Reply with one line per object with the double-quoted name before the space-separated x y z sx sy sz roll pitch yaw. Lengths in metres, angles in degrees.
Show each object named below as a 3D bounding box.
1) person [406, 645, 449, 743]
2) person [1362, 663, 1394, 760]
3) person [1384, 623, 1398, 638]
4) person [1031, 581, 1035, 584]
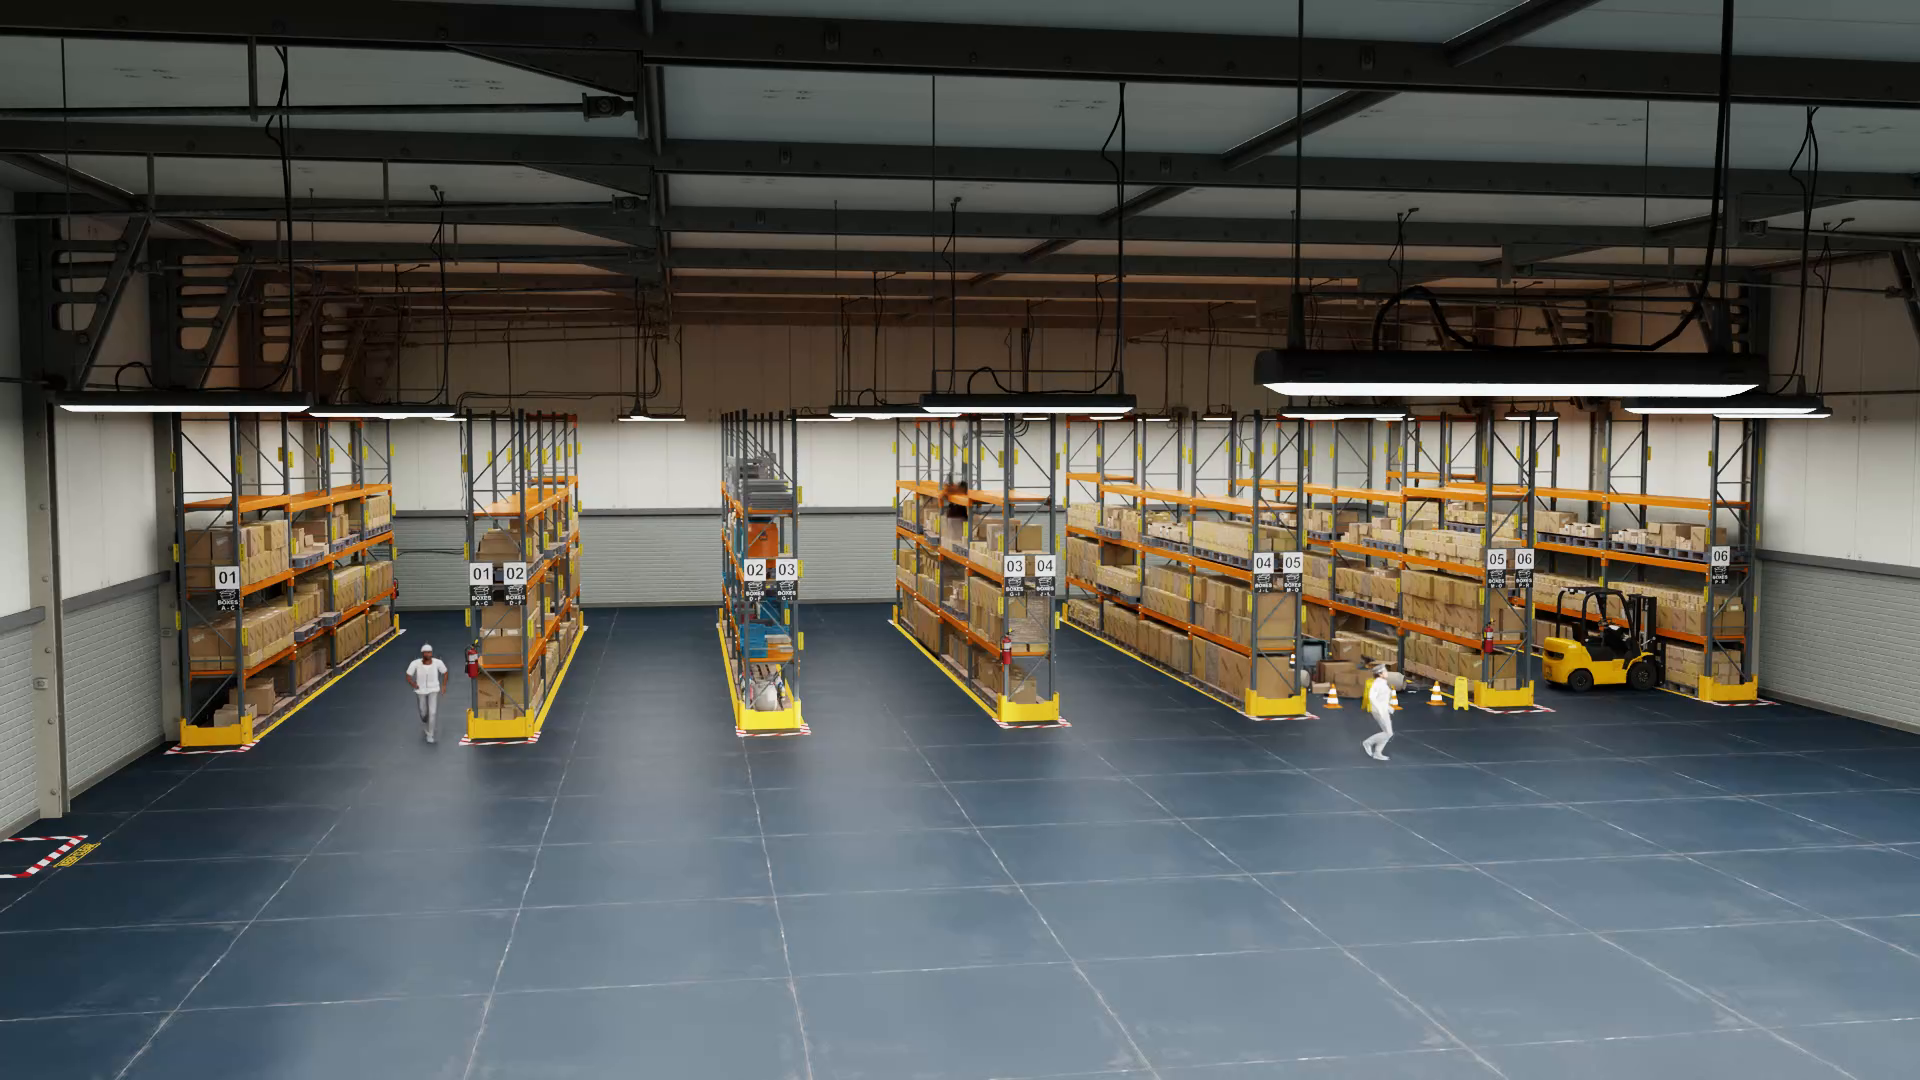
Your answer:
"person" -9.659 2.762 30.157 0.741 1.754 0.766 -1 4 -16
"person" 7.136 2.923 28.339 0.502 1.664 0.628 2 4 24
"person" 11.073 1.912 42.383 0.646 1.697 0.655 -1 4 -8
"person" 2.192 1.664 45.832 0.717 1.770 0.843 0 4 -4
